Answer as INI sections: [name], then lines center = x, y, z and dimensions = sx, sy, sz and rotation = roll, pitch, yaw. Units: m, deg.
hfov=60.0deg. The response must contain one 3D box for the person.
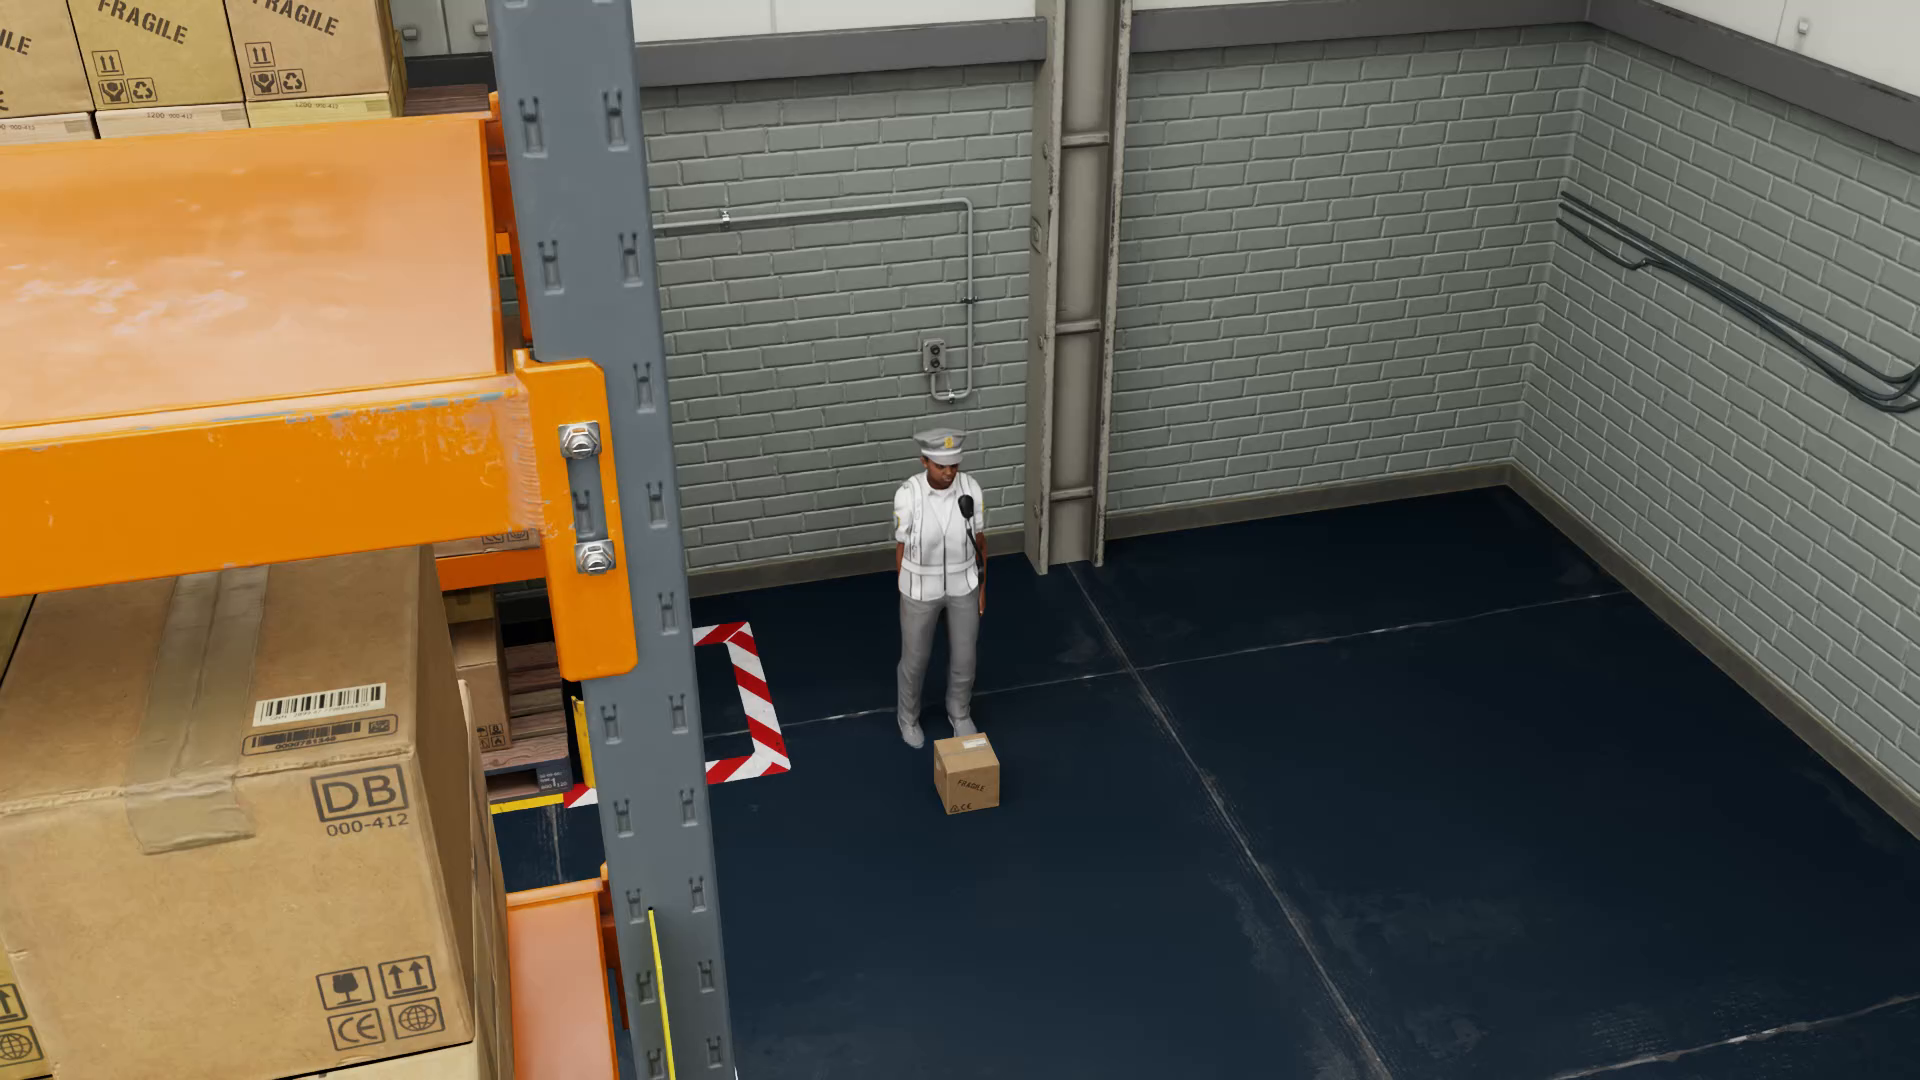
[person]
center = -3.737, 3.243, 2.584
dimensions = 10.475, 1.882, 10.277
rotation = -7, 31, -12
